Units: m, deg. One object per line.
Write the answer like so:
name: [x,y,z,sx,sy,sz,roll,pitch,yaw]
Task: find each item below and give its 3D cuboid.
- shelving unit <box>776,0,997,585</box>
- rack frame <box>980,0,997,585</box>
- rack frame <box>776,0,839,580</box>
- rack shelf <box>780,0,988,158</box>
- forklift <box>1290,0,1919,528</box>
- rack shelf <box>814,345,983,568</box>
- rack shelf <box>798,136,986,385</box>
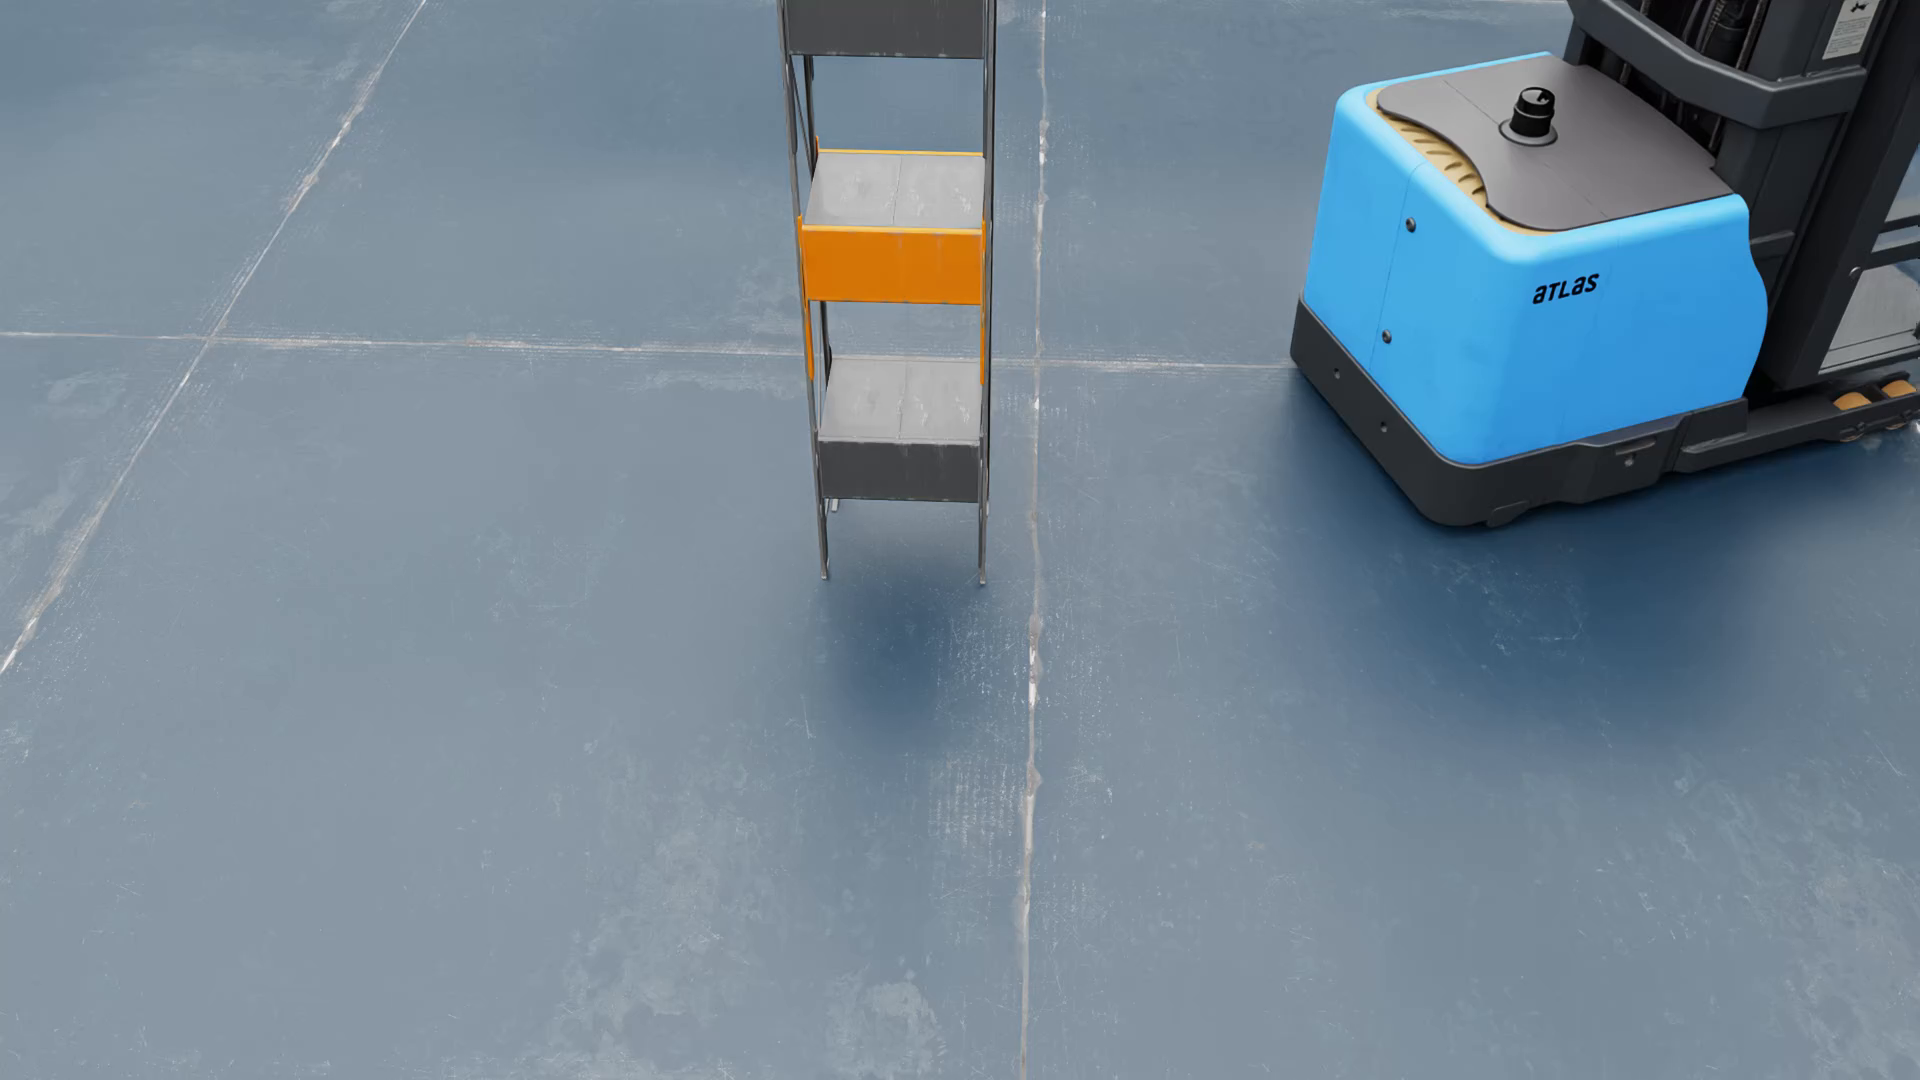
shelving unit: [-0.165,-0.773,4.540,0.503,2.100,0.431,2,43,2]
rack frame: [0.078,-0.766,4.532,0.015,2.100,0.400,2,43,2]
rack frame: [-0.409,-0.781,4.548,0.015,2.100,0.400,2,43,2]
rack shelf: [-0.165,-1.276,4.072,0.480,0.518,0.431,2,43,2]
forklift: [2.733,-1.729,4.955,3.031,2.935,1.130,-14,45,-14]
rack shelf: [-0.165,-0.251,5.026,0.480,0.518,0.431,2,43,2]
rack shelf: [-0.165,-0.763,4.549,0.480,0.518,0.431,2,43,2]
